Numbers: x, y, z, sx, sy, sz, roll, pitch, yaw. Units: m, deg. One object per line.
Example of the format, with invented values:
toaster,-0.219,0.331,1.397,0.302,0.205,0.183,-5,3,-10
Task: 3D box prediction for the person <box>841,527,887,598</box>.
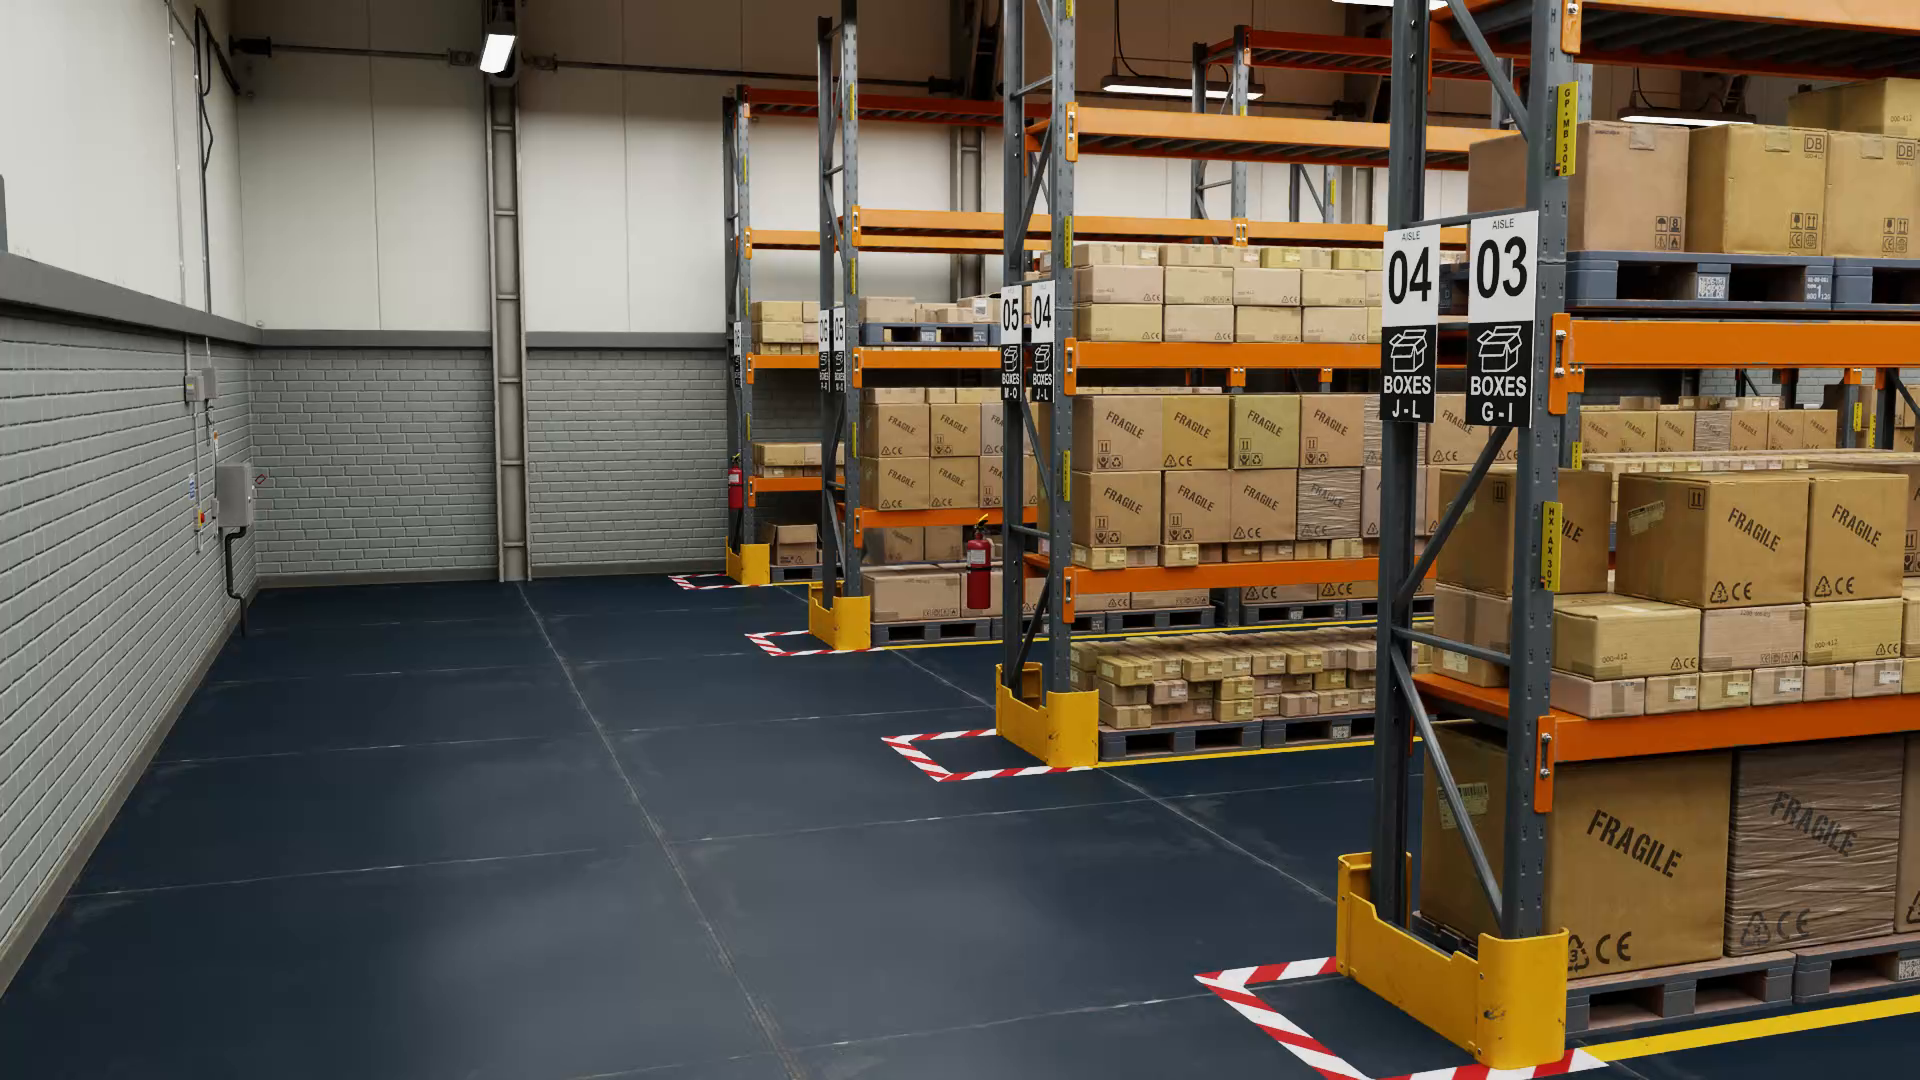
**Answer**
person,-1.031,-0.018,17.787,0.756,1.700,0.446,-2,6,-19
